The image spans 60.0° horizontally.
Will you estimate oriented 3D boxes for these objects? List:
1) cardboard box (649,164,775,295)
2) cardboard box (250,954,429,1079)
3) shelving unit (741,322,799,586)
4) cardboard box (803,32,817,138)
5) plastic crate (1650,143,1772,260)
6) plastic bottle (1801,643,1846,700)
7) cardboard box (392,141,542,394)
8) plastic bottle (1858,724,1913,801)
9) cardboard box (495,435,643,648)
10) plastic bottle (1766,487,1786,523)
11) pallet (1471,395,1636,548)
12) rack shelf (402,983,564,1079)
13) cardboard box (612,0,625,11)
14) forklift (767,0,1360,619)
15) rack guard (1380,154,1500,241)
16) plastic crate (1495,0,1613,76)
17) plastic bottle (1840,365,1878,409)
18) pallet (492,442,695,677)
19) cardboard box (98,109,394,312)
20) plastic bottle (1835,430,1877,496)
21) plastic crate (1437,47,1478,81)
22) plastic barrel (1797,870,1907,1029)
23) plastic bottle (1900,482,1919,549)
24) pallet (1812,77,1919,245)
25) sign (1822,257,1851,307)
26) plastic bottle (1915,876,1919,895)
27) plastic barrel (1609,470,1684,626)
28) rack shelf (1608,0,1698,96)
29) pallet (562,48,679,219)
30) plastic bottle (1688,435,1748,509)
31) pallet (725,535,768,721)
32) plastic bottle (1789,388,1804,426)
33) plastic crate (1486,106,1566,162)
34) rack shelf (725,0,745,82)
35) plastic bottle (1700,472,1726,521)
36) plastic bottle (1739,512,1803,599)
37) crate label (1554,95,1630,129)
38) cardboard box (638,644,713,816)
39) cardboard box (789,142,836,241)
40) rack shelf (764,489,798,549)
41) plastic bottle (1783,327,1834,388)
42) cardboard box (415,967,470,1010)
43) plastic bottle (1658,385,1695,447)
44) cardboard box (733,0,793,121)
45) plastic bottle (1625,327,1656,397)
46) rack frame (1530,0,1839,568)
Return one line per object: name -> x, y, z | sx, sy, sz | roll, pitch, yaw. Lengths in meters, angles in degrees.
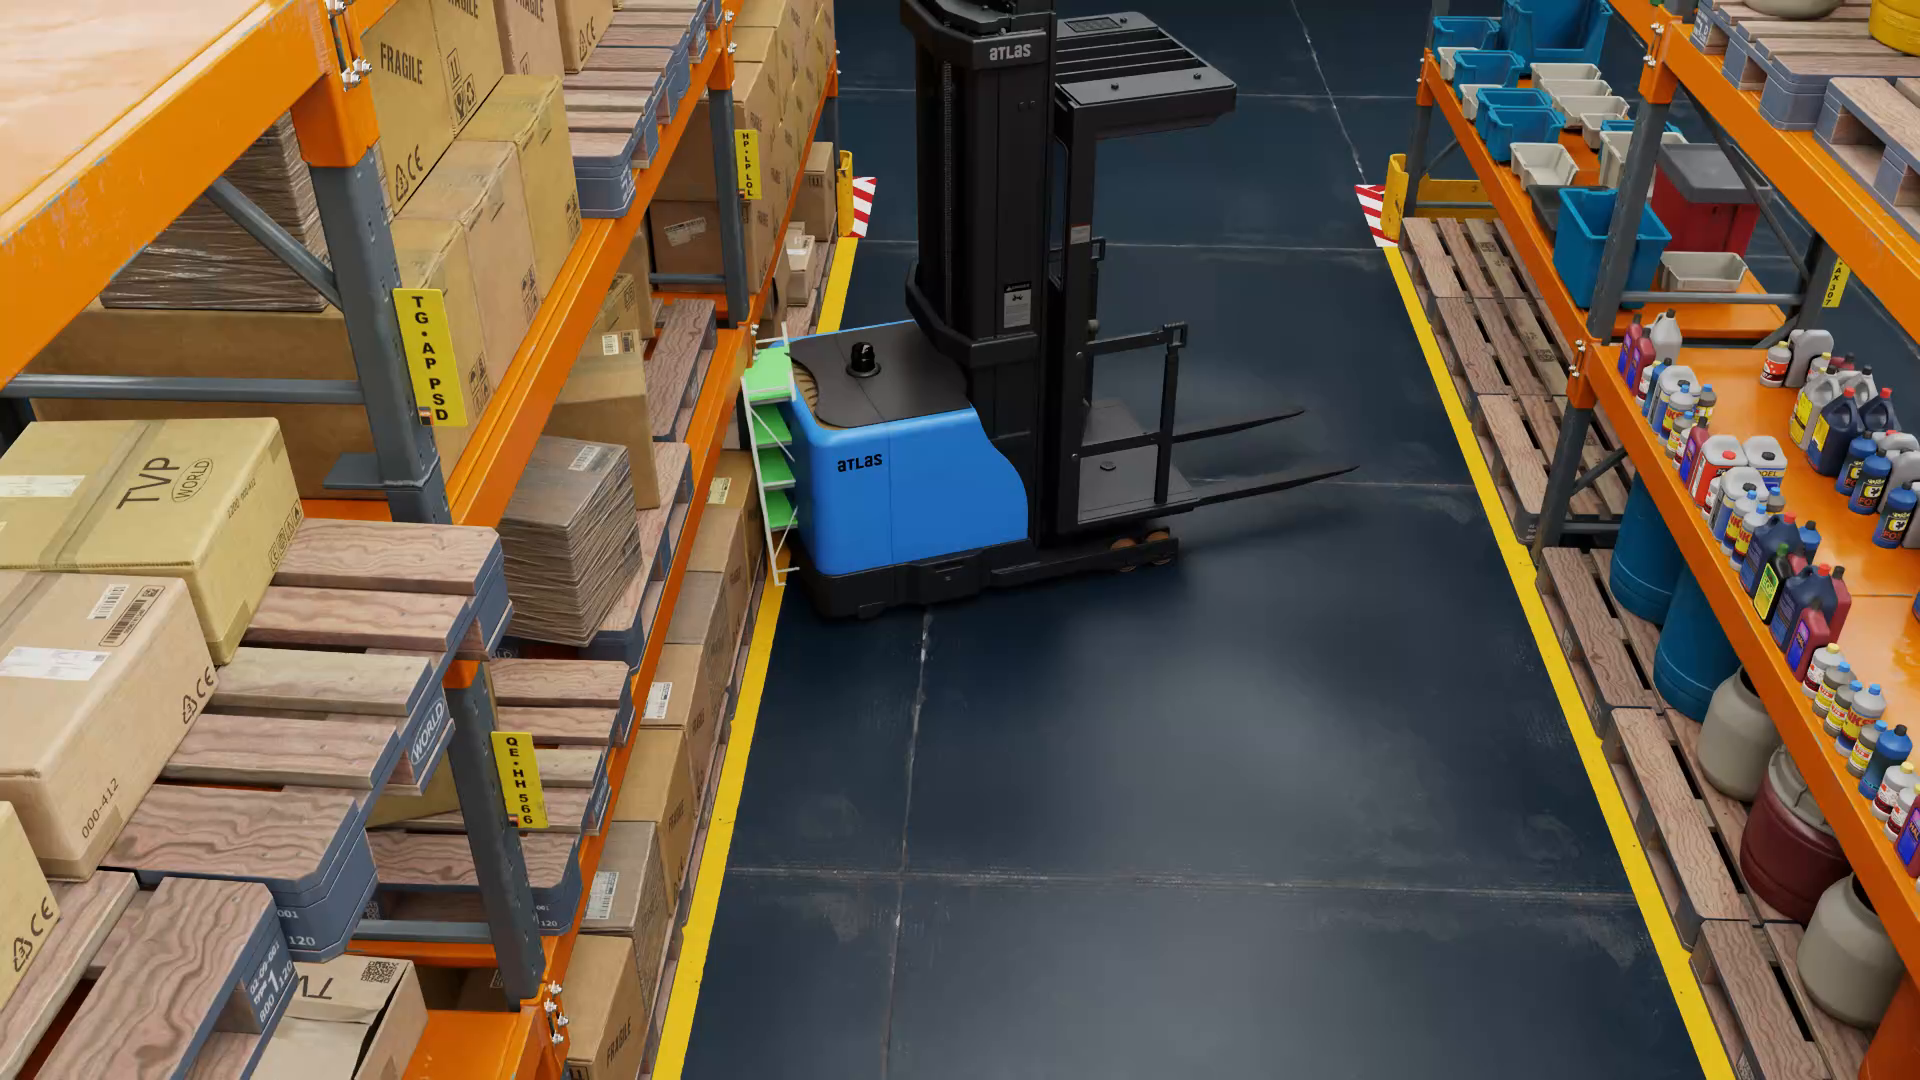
cardboard box -> -1.214, -1.552, 8.209 | 0.500, 0.500, 0.500 | 2, 35, 3
cardboard box -> -1.726, 1.318, 4.290 | 0.500, 0.311, 0.500 | 3, 35, 5
shelving unit -> -0.890, -0.415, 8.226 | 0.258, 1.200, 0.503 | -8, 35, -5
cardboard box -> -1.135, -2.716, 9.864 | 0.500, 0.500, 0.500 | 2, 35, 2
plastic crate -> 3.728, -1.666, 8.350 | 0.402, 0.464, 0.583 | 1, 35, 2
plastic bottle -> 2.931, 0.439, 5.635 | 0.097, 0.201, 0.097 | 0, 35, 0
cardboard box -> -1.664, -0.739, 4.443 | 0.910, 0.500, 0.500 | 1, 35, 2
plastic bottle -> 2.911, 0.690, 5.217 | 0.097, 0.271, 0.097 | 0, 35, 0
cardboard box -> -1.528, -0.025, 5.670 | 0.700, 0.500, 0.500 | 8, 36, 11
plastic bottle -> 3.122, -0.112, 6.420 | 0.097, 0.201, 0.097 | 0, 35, 0
pallet -> 3.433, -0.391, 9.068 | 1.003, 0.211, 1.213 | 1, 35, 2
rack shelf -> -1.748, 2.517, 3.132 | 1.077, 0.370, 4.000 | 1, 35, 2
cardboard box -> -1.601, -2.418, 6.380 | 0.600, 0.600, 0.600 | -2, 35, -3
forklift -> 0.595, -1.315, 8.018 | 3.031, 2.935, 1.130 | -11, 37, -15
rack guard -> 3.591, -2.398, 11.673 | 1.175, 0.500, 0.348 | 1, 35, 2
plastic crate -> 3.776, -3.249, 10.627 | 0.616, 0.435, 0.499 | 1, 35, 2
plastic bottle -> 3.732, -0.552, 6.916 | 0.144, 0.351, 0.185 | 1, 35, 2
pallet -> -1.594, 0.034, 6.205 | 1.003, 0.211, 1.213 | 1, 35, 2
cardboard box -> -1.644, -0.854, 3.738 | 0.500, 0.500, 0.500 | 1, 35, 2
plastic bottle -> 3.589, -0.314, 6.646 | 0.097, 0.271, 0.097 | 0, 35, 0
plastic crate -> 3.168, -3.006, 10.542 | 0.250, 0.136, 0.298 | 1, 35, 2
plastic barrel -> 3.217, 1.428, 5.854 | 0.421, 0.512, 0.421 | 0, 35, 0
plastic bottle -> 3.700, -0.113, 6.356 | 0.152, 0.276, 0.135 | 1, 35, 2
pallet -> 3.466, -1.154, 5.284 | 1.003, 0.211, 1.213 | 1, 35, 2
sign -> 3.992, -1.208, 7.565 | 0.100, 0.325, 0.005 | 1, 35, 2
plastic bottle -> 2.894, 0.963, 4.890 | 0.097, 0.201, 0.097 | 0, 35, 0
plastic barrel -> 3.403, -0.109, 7.702 | 0.600, 0.901, 0.708 | 1, 35, 2
rack shelf -> 3.522, -3.190, 8.643 | 1.077, 0.370, 4.000 | 1, 35, 2
pallet -> -1.642, -1.406, 5.643 | 1.213, 0.211, 1.003 | 1, 35, 2
plastic bottle -> 3.006, -0.268, 6.577 | 0.152, 0.276, 0.135 | 1, 35, 2
pallet -> -1.502, 0.384, 7.965 | 1.003, 0.211, 1.213 | 1, 35, 2
plastic bottle -> 3.609, -0.575, 7.078 | 0.097, 0.201, 0.097 | 0, 35, 0
plastic crate -> 3.199, -2.299, 9.452 | 0.416, 0.233, 0.300 | 1, 35, 2
rack shelf -> -1.427, -3.307, 8.809 | 1.077, 0.370, 4.000 | 1, 35, 2
plastic bottle -> 2.974, -0.172, 6.504 | 0.097, 0.201, 0.097 | 0, 35, 0
plastic bottle -> 2.978, 0.038, 6.076 | 0.144, 0.351, 0.185 | 1, 35, 2
crate label -> 3.738, -2.524, 9.855 | 0.396, 0.136, 0.243 | 1, 35, 2
cardboard box -> -1.308, 0.772, 6.780 | 0.500, 0.500, 0.500 | 0, 35, 0
cardboard box -> -1.122, -2.362, 11.239 | 0.500, 0.500, 0.500 | 1, 35, 2
rack shelf -> -0.869, -0.167, 8.401 | 0.258, 0.148, 0.480 | -8, 35, -5
plastic bottle -> 3.749, -0.824, 7.367 | 0.152, 0.276, 0.135 | 1, 35, 2
cardboard box -> -1.865, 1.373, 5.924 | 0.500, 0.500, 0.500 | 3, 35, 4
plastic bottle -> 2.996, -0.522, 6.942 | 0.097, 0.271, 0.097 | 0, 35, 0
cardboard box -> -1.166, -2.531, 8.732 | 0.500, 0.500, 0.500 | 0, 35, 0
plastic bottle -> 2.996, -0.783, 7.303 | 0.061, 0.283, 0.133 | 1, 35, 2
rack frame -> 3.442, -1.108, 7.664 | 1.000, 3.000, 0.127 | 1, 35, 2
